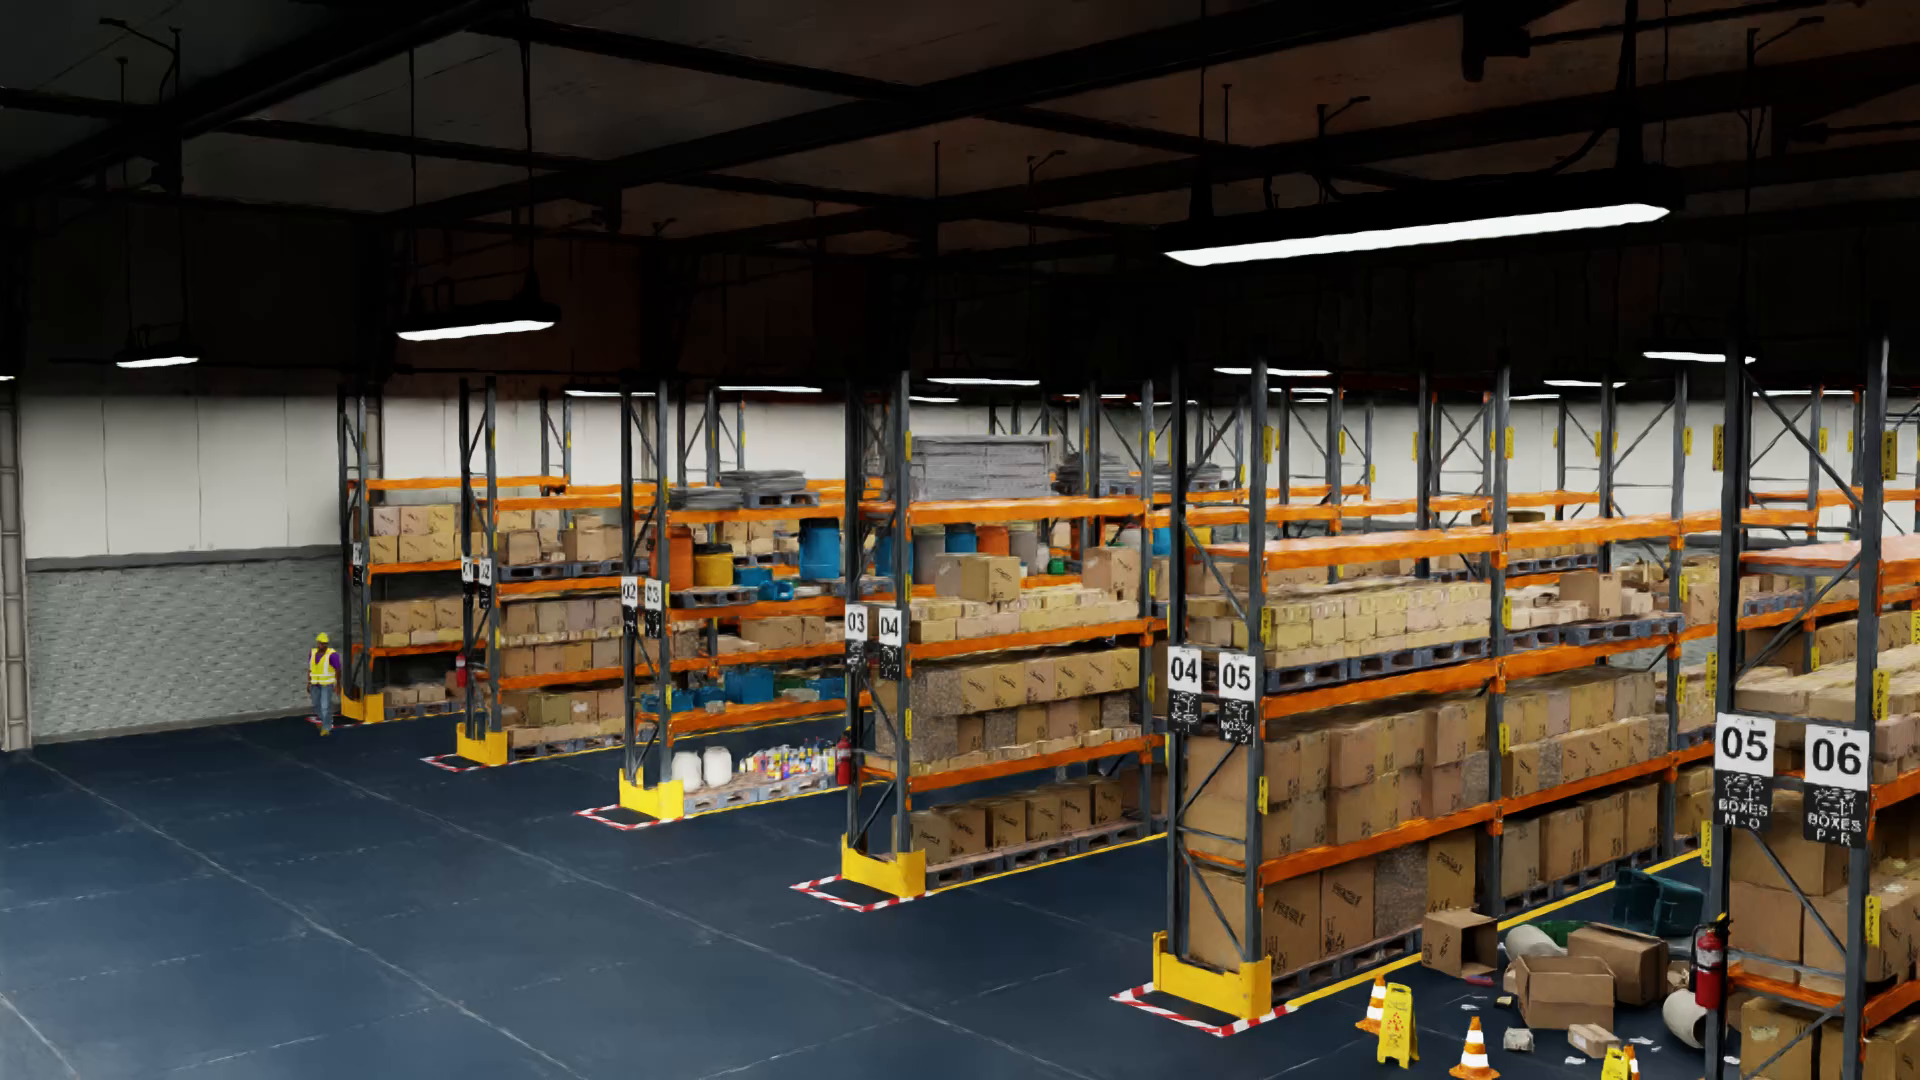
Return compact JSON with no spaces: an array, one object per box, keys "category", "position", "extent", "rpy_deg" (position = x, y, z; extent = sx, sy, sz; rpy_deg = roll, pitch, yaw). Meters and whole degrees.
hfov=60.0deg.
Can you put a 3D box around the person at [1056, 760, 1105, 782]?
[{"category":"person","position":[1.658,2.771,23.251],"extent":[0.951,1.744,0.591],"rpy_deg":[-2,4,-26]}]

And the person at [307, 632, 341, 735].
[{"category":"person","position":[-10.815,2.436,28.321],"extent":[0.609,1.750,0.578],"rpy_deg":[1,4,12]}]
